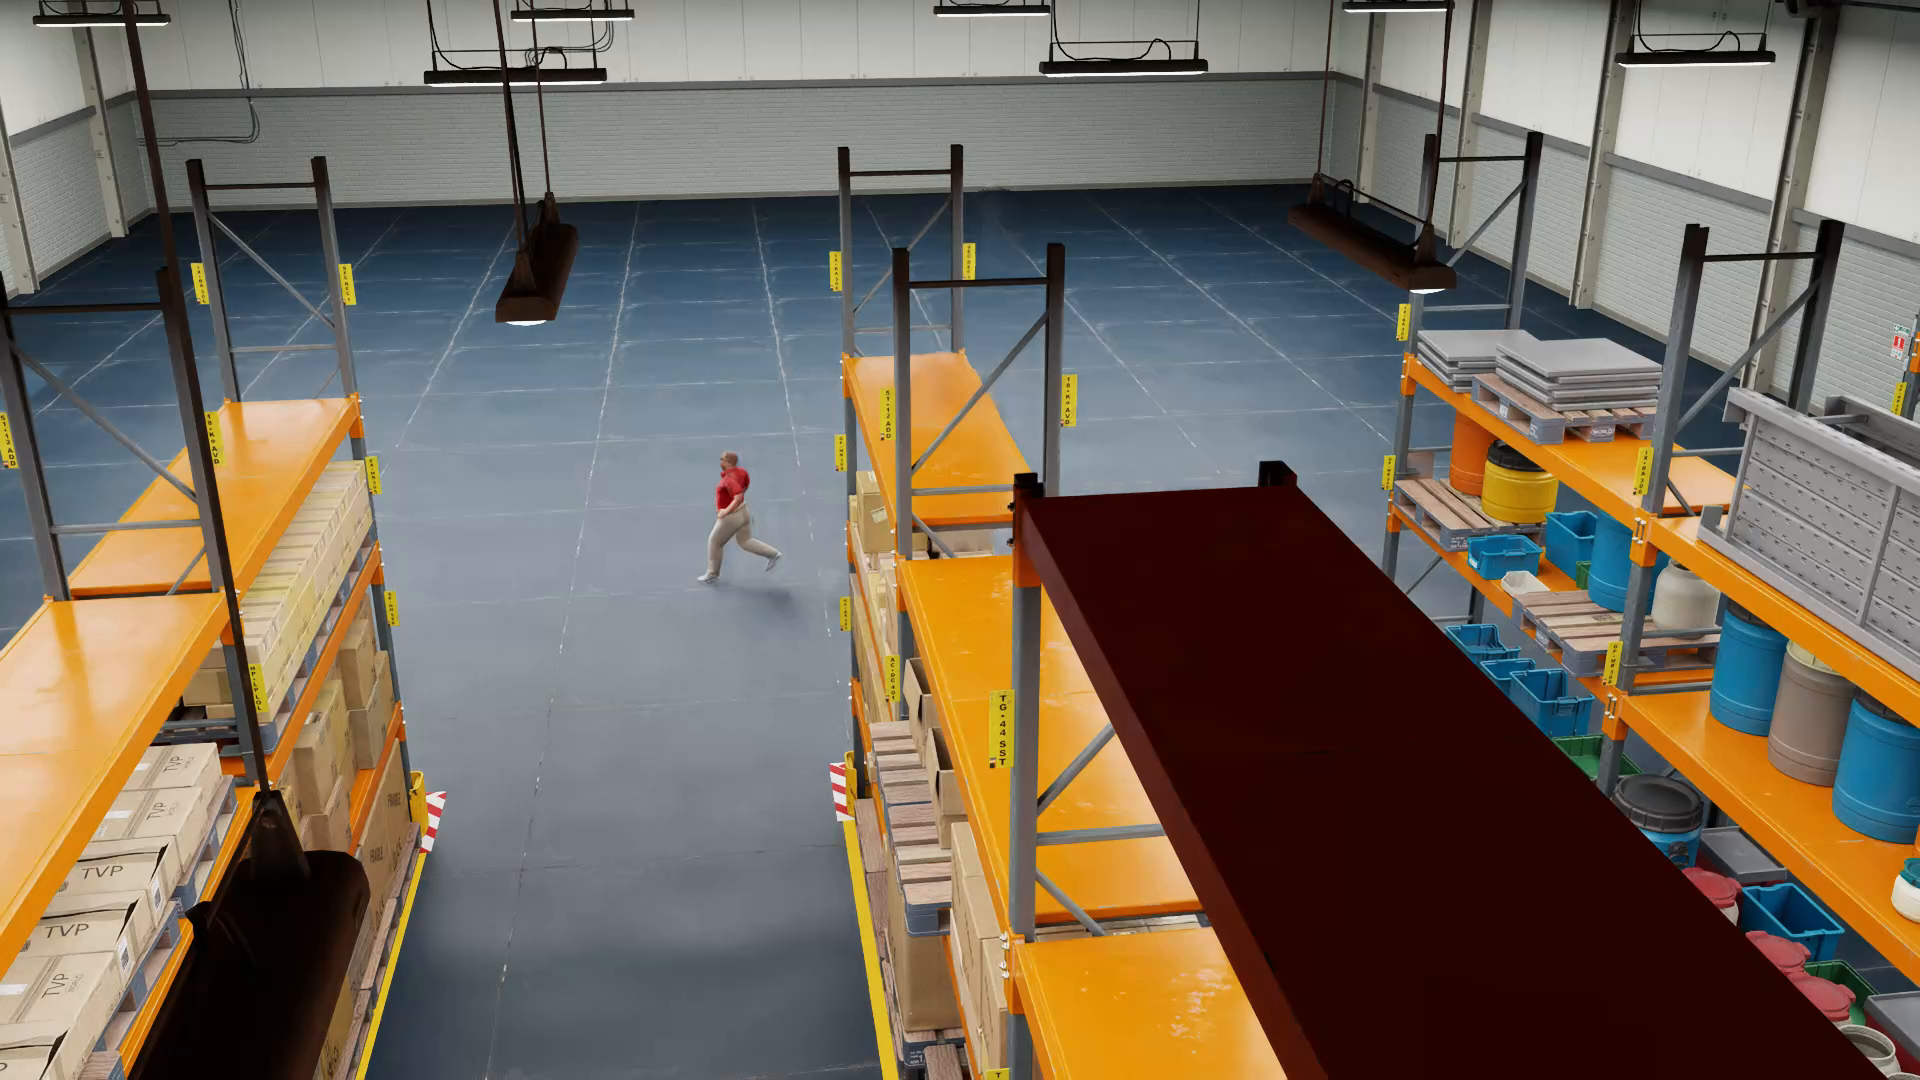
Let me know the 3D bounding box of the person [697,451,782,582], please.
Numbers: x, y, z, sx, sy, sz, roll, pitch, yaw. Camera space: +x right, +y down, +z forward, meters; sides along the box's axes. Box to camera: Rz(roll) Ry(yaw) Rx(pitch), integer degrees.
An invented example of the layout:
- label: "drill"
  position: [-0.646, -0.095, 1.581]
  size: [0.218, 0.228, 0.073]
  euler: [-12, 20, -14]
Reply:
- label: "person"
  position: [-2.692, -0.254, 20.042]
  size: [1.094, 1.731, 0.635]
  euler: [8, 23, 20]
